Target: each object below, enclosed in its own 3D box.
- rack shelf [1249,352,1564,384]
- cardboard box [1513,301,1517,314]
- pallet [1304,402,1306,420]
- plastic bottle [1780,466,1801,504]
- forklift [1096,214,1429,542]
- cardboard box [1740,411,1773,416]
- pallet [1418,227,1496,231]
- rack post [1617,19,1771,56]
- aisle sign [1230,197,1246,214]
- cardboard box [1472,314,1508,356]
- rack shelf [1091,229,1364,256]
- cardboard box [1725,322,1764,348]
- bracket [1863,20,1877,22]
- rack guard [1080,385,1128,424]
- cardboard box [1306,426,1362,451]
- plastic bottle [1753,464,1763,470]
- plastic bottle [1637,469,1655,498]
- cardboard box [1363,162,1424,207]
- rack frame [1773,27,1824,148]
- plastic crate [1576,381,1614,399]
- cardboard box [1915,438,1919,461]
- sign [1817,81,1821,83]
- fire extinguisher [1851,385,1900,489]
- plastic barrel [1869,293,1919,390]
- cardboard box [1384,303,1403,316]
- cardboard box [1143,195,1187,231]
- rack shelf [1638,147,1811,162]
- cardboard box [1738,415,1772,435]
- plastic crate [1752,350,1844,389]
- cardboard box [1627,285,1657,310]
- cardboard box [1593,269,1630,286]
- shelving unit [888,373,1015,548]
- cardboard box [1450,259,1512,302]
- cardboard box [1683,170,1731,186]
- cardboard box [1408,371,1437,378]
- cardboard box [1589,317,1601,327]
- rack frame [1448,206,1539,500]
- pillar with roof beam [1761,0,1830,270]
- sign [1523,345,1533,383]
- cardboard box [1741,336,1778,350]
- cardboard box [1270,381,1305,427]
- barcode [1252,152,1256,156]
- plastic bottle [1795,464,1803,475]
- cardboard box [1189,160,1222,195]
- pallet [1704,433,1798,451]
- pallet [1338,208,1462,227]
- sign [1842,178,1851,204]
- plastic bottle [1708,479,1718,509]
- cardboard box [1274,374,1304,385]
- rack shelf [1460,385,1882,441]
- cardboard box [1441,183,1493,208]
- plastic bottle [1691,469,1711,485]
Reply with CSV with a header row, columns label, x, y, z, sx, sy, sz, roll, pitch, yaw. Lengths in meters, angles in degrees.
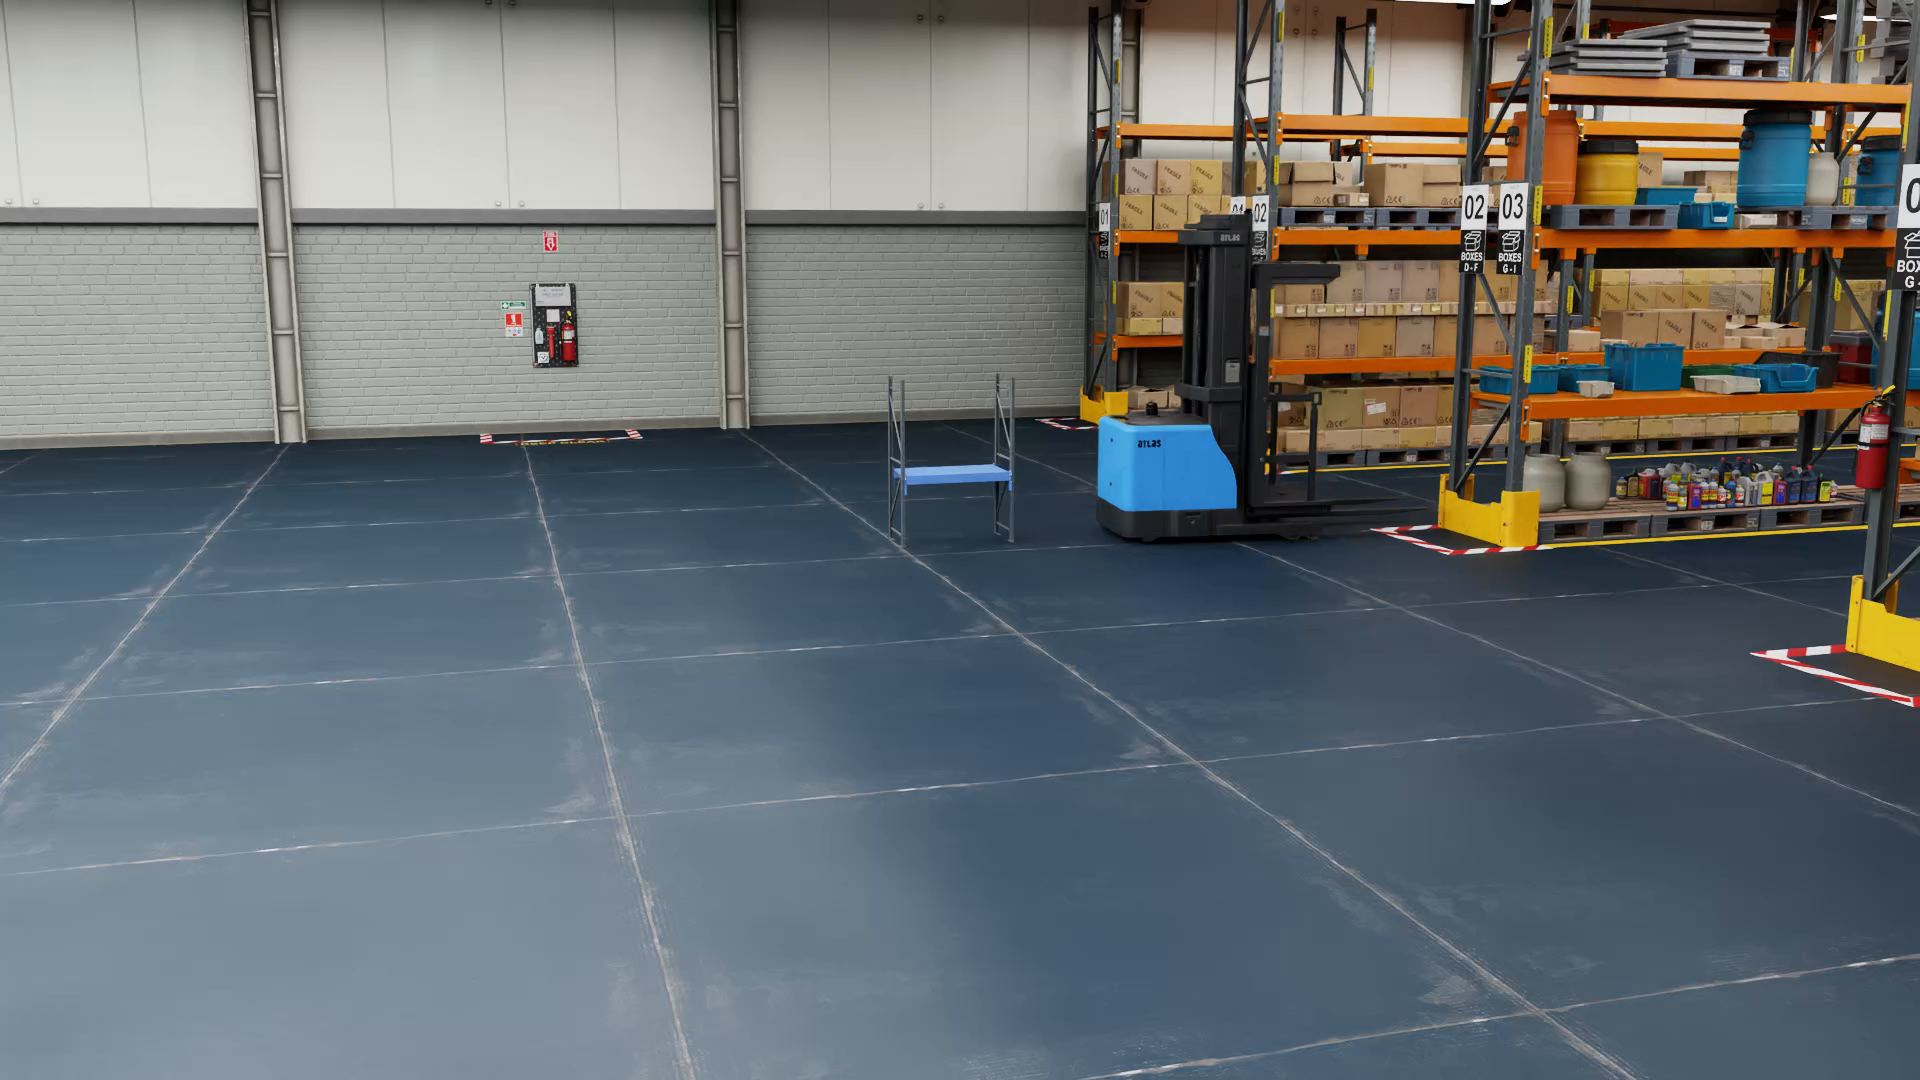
label,x,y,z,sx,sy,sz,roll,pitch,yaw
rack shelf,5.372,-2.113,20.428,4.000,0.370,1.077,-3,11,-16
cardboard box,6.853,-2.873,20.502,0.250,0.149,0.380,-3,11,-17
pallet,5.269,-2.017,25.624,1.213,0.211,1.003,-3,11,-16
plastic bottle,7.951,-0.528,15.932,0.185,0.351,0.144,-4,11,-19
forklift,2.865,-1.529,15.461,3.031,2.935,1.130,-2,11,-10
cardboard box,10.202,-1.803,21.647,0.500,0.311,0.500,-3,11,-17
pallet,7.522,-4.877,25.692,1.003,0.211,1.213,-3,11,-16
rack post,6.685,-4.521,15.160,0.954,0.300,0.937,-3,11,-17
aisle sign,3.307,-3.691,19.837,0.004,0.787,0.394,-3,11,-16
cardboard box,6.364,-2.565,20.624,0.500,0.500,0.700,-3,11,-17
rack shelf,3.984,-4.449,24.833,4.000,0.370,1.077,-3,11,-16
cardboard box,10.220,-2.715,21.957,0.500,0.311,0.500,-3,11,-17
bracket,16.987,-8.830,28.415,4.783,0.066,0.076,-3,11,-16
rack guard,2.137,-2.001,24.737,0.348,0.500,1.175,-3,11,-16
cardboard box,4.508,-1.234,20.102,0.500,0.250,0.500,-3,11,-16
plastic bottle,7.942,-0.622,16.652,0.135,0.276,0.152,-3,11,-14
plastic bottle,6.723,-0.558,16.303,0.135,0.276,0.152,-3,11,-16
cardboard box,5.123,-4.201,19.680,0.500,0.500,0.500,-3,11,-16
rack frame,13.586,-6.784,27.245,0.127,3.000,1.000,-3,11,-16
plastic crate,5.782,-1.364,15.101,0.250,0.136,0.298,-3,11,-16
cardboard box,6.433,-0.570,10.754,0.250,0.149,0.380,-3,11,-16
sign,13.749,-7.188,26.644,0.005,0.325,0.100,-3,11,-16
fire extinguisher,5.979,-0.679,10.868,0.183,0.674,0.296,-3,11,-16
plastic barrel,9.129,-1.920,16.009,0.708,0.901,0.600,-3,11,-16
cardboard box,5.125,-2.781,20.006,0.250,0.149,0.380,-3,11,-17
cardboard box,2.980,-4.755,24.177,0.500,0.500,0.500,-2,11,-12
rack shelf,11.665,-6.132,26.797,4.000,0.370,1.077,-3,11,-16
cardboard box,10.202,-1.529,21.703,0.500,0.250,0.500,-3,11,-17
plastic crate,8.135,-1.671,16.216,0.504,0.338,0.767,-3,11,-16
cardboard box,10.788,-3.841,26.678,0.500,0.500,0.500,-3,11,-14
cardboard box,10.281,-4.185,26.472,0.500,0.250,0.500,-3,11,-15
shelving unit,-0.082,-0.733,15.091,1.048,1.500,0.538,-3,11,-16
cardboard box,6.383,-3.205,20.518,0.500,0.500,0.700,-3,11,-16
cardboard box,12.178,-5.891,27.116,0.500,0.250,0.500,-3,11,-18
cardboard box,7.089,-2.491,26.183,0.500,0.500,0.700,-3,11,-17
cardboard box,10.126,-3.494,26.581,0.250,0.149,0.380,-3,11,-17
rack frame,4.833,-1.504,15.135,0.127,3.000,1.000,-3,11,-16
pillar with roof beam,15.219,-6.221,24.189,0.548,9.000,9.100,-3,11,-16
sign,4.982,-1.544,14.589,0.005,0.325,0.100,-3,11,-16
cardboard box,10.347,-2.553,21.527,0.250,0.149,0.380,-3,11,-16
cardboard box,3.884,-1.667,20.384,0.500,0.500,0.500,-3,11,-16
barcode,4.450,-5.842,25.169,0.075,0.075,0.001,-3,11,-16
plastic bottle,8.095,-0.562,16.121,0.185,0.351,0.144,-3,11,-16
cardboard box,3.486,-5.274,24.235,0.500,0.500,0.500,-3,11,-14
pallet,10.332,-1.364,22.075,1.213,0.211,1.003,-3,11,-16
pallet,5.312,-3.891,20.058,1.213,0.211,1.003,-3,11,-16
sign,11.280,-4.442,21.160,0.005,0.325,0.100,-3,11,-16
plastic bottle,7.086,-0.438,15.668,0.097,0.271,0.097,0,10,0
cardboard box,4.919,-2.356,25.452,0.500,0.500,0.500,-4,11,-20
rack shelf,6.753,-1.251,15.749,4.000,0.370,1.077,-3,11,-16
cardboard box,6.217,-4.267,20.560,0.500,0.311,0.500,-4,11,-19
plastic bottle,7.259,-0.559,16.309,0.135,0.276,0.152,-3,11,-16
